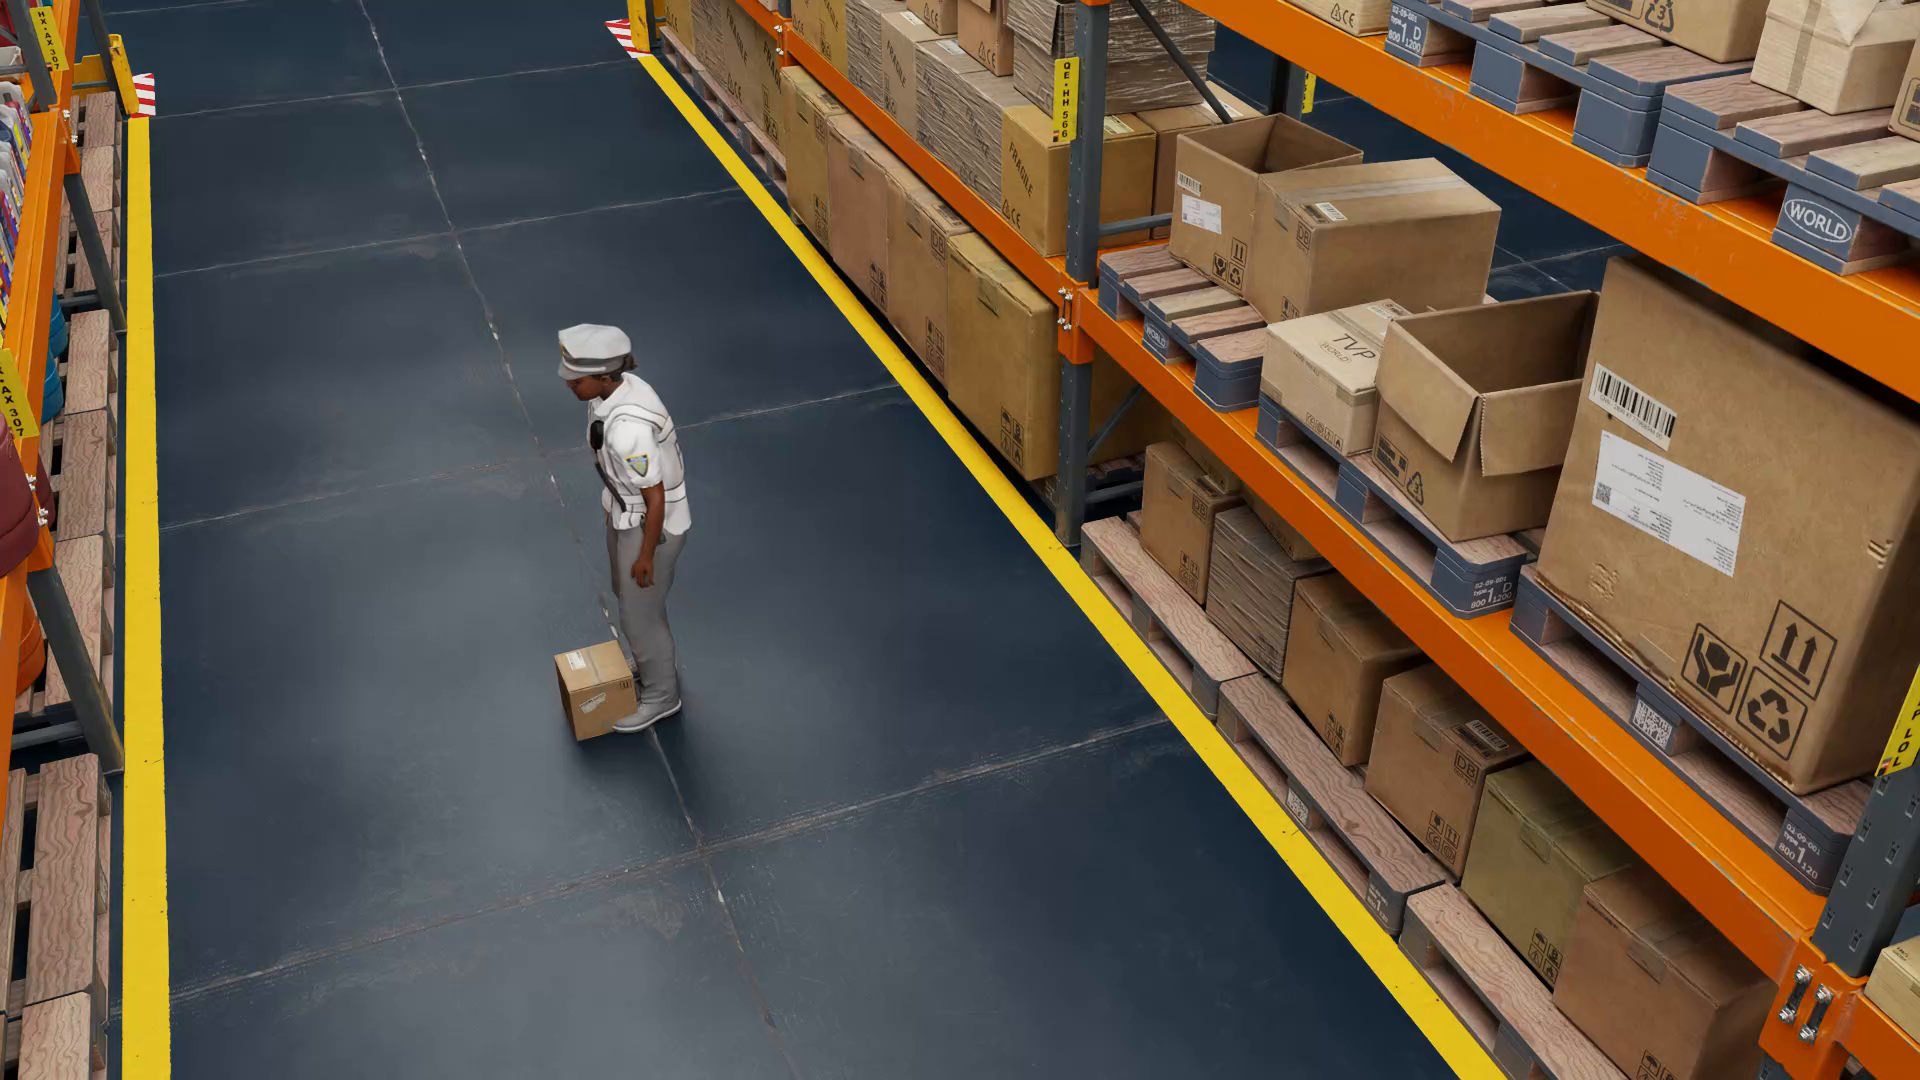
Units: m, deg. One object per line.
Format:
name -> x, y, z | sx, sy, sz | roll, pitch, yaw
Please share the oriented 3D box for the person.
person -> -1.224, -0.049, 6.216 | 0.416, 1.657, 0.512 | -13, 36, -19
